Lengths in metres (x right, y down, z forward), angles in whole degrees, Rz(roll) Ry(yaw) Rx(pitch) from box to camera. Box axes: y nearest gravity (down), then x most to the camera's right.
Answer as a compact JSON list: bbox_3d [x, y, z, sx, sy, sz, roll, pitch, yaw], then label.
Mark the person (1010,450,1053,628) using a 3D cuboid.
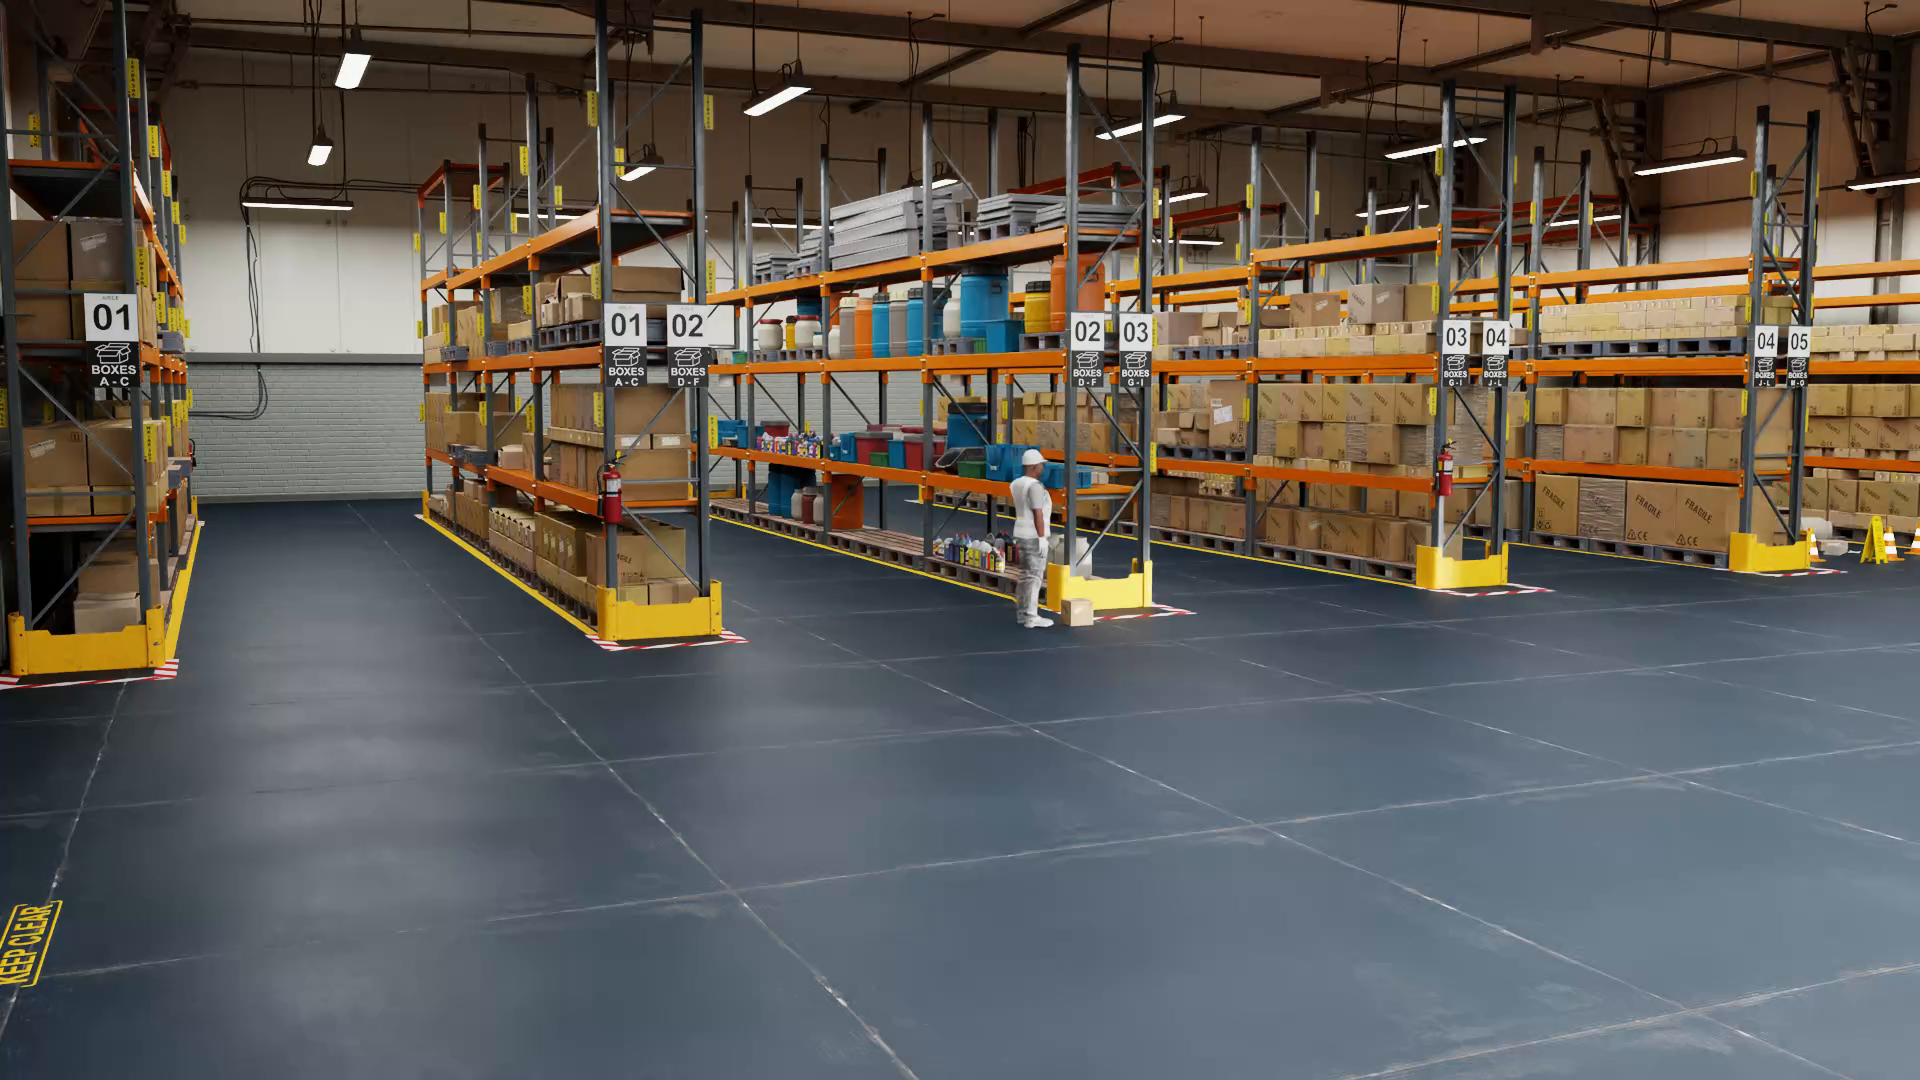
[{"bbox_3d":[0.745,-0.016,16.706,0.381,1.786,0.570,-2,6,-22],"label":"person"}]
